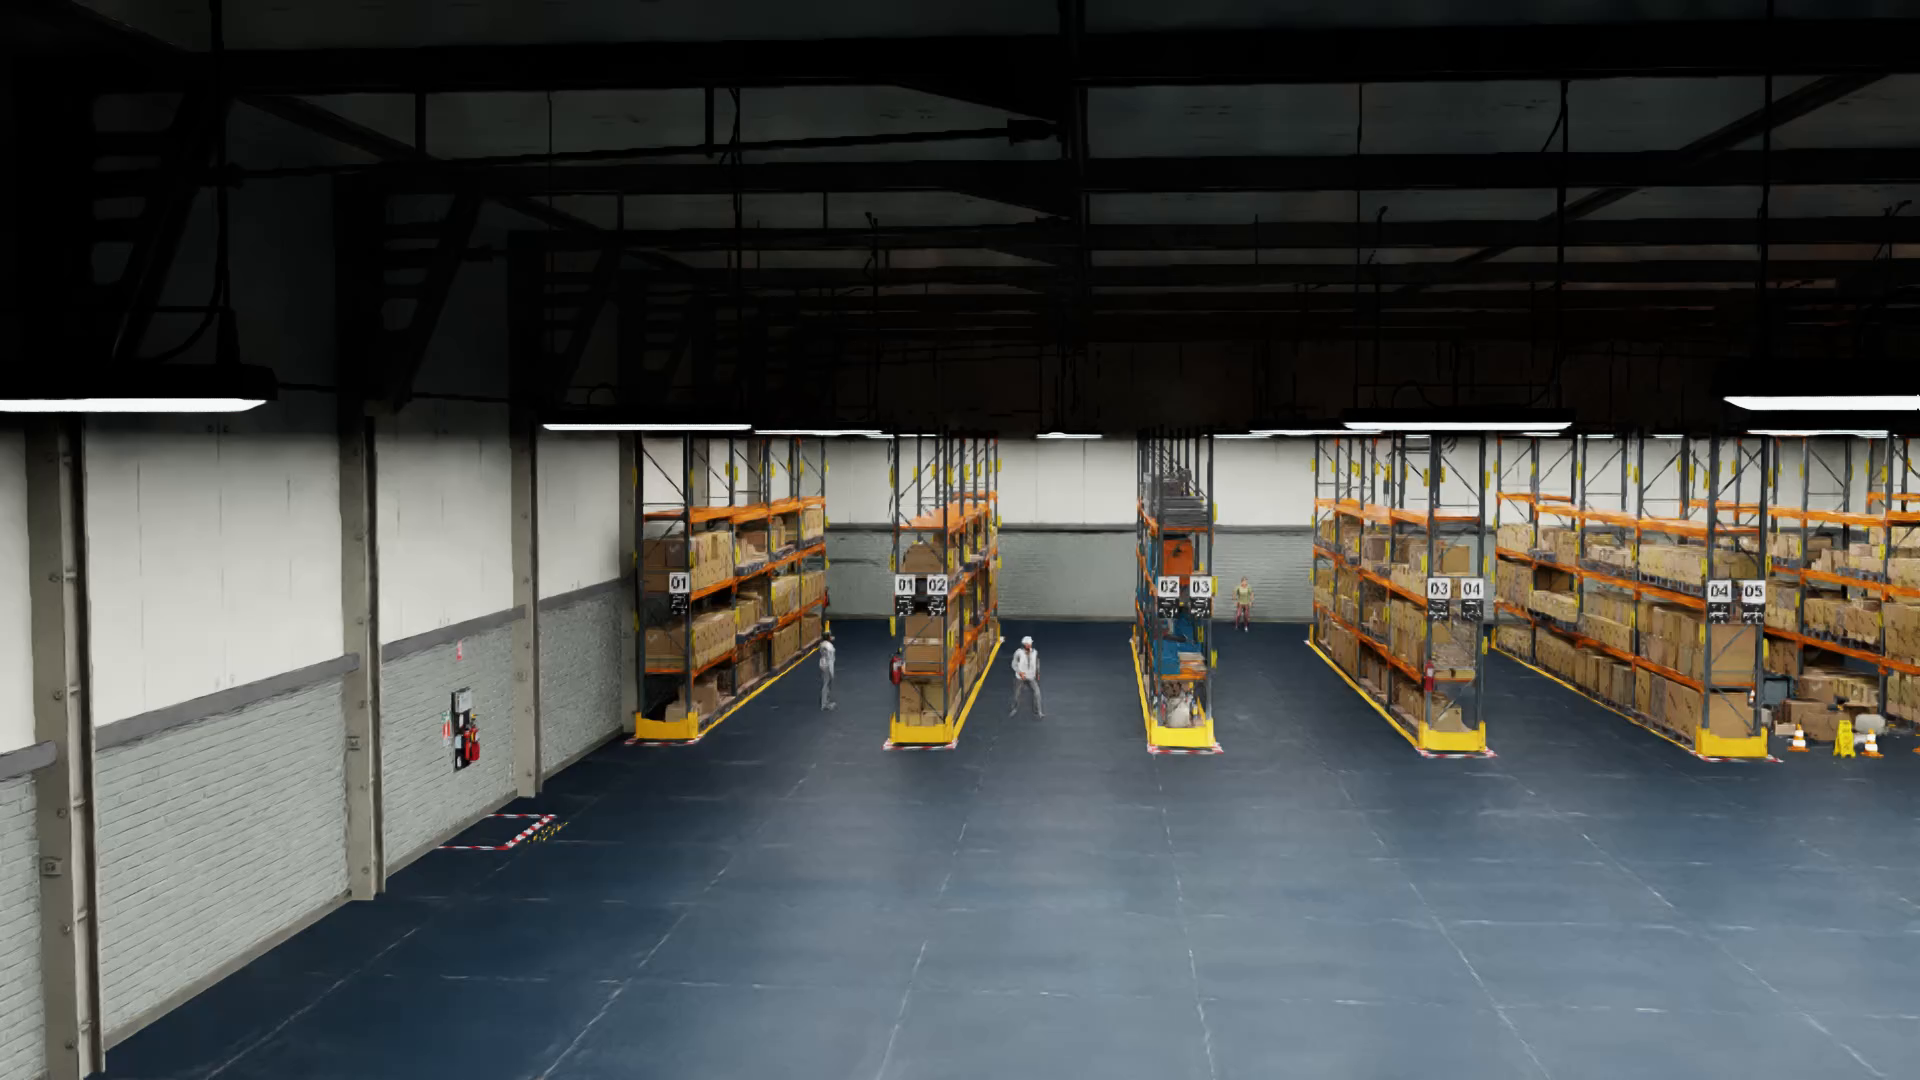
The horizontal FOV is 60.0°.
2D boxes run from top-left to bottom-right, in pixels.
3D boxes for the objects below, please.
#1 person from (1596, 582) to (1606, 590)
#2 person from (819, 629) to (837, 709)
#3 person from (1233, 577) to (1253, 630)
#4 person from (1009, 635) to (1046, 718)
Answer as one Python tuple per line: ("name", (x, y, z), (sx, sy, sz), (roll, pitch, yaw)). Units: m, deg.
("person", (17.963, 2.059, 46.504), (0.557, 1.752, 0.664), (-1, 4, -14))
("person", (-2.794, 2.744, 35.421), (0.416, 1.677, 0.537), (-2, 4, -25))
("person", (8.526, 1.913, 50.089), (0.598, 1.619, 0.507), (0, 3, 4))
("person", (1.362, 2.801, 34.291), (0.682, 1.714, 0.844), (-1, 4, -13))
